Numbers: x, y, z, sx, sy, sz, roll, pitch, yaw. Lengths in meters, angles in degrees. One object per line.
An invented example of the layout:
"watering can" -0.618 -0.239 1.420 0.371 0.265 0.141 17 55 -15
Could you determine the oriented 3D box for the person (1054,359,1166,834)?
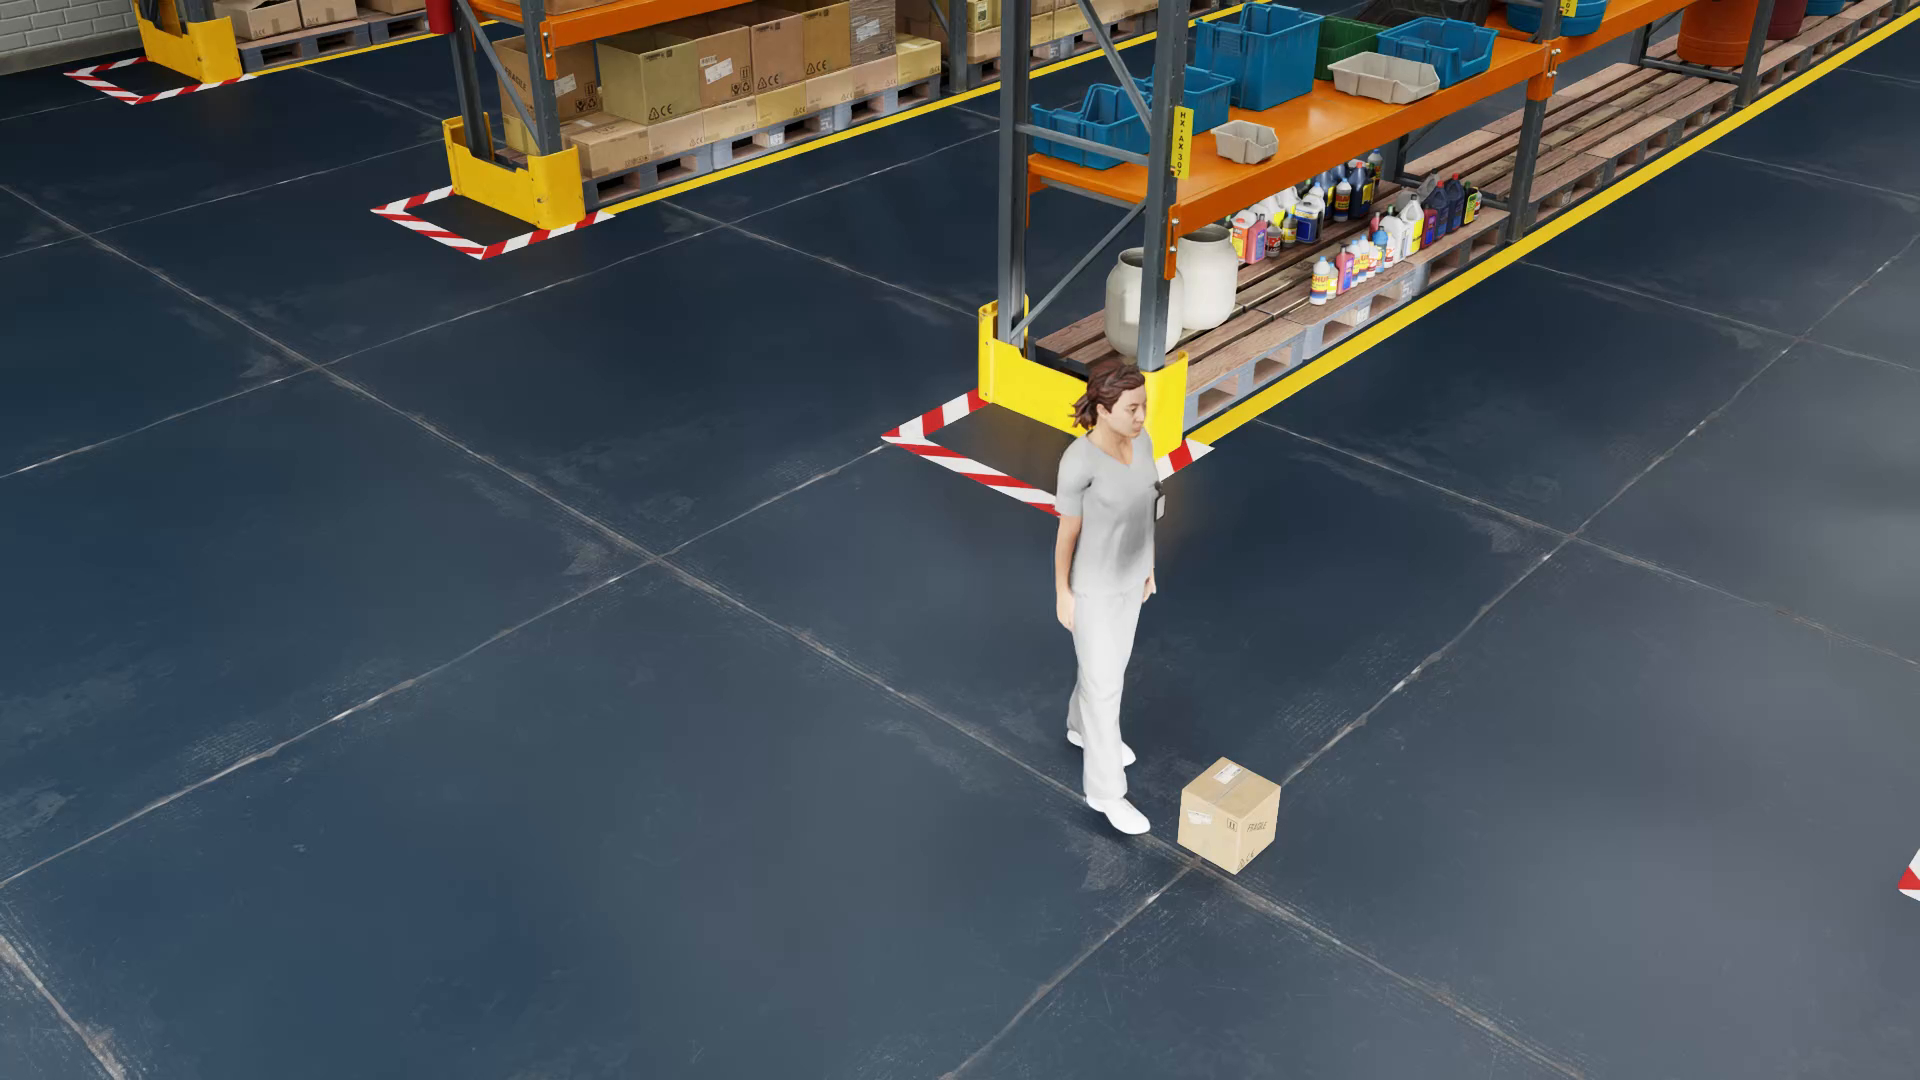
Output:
"person" 0.588 0.187 5.818 0.613 1.667 0.479 27 41 37
